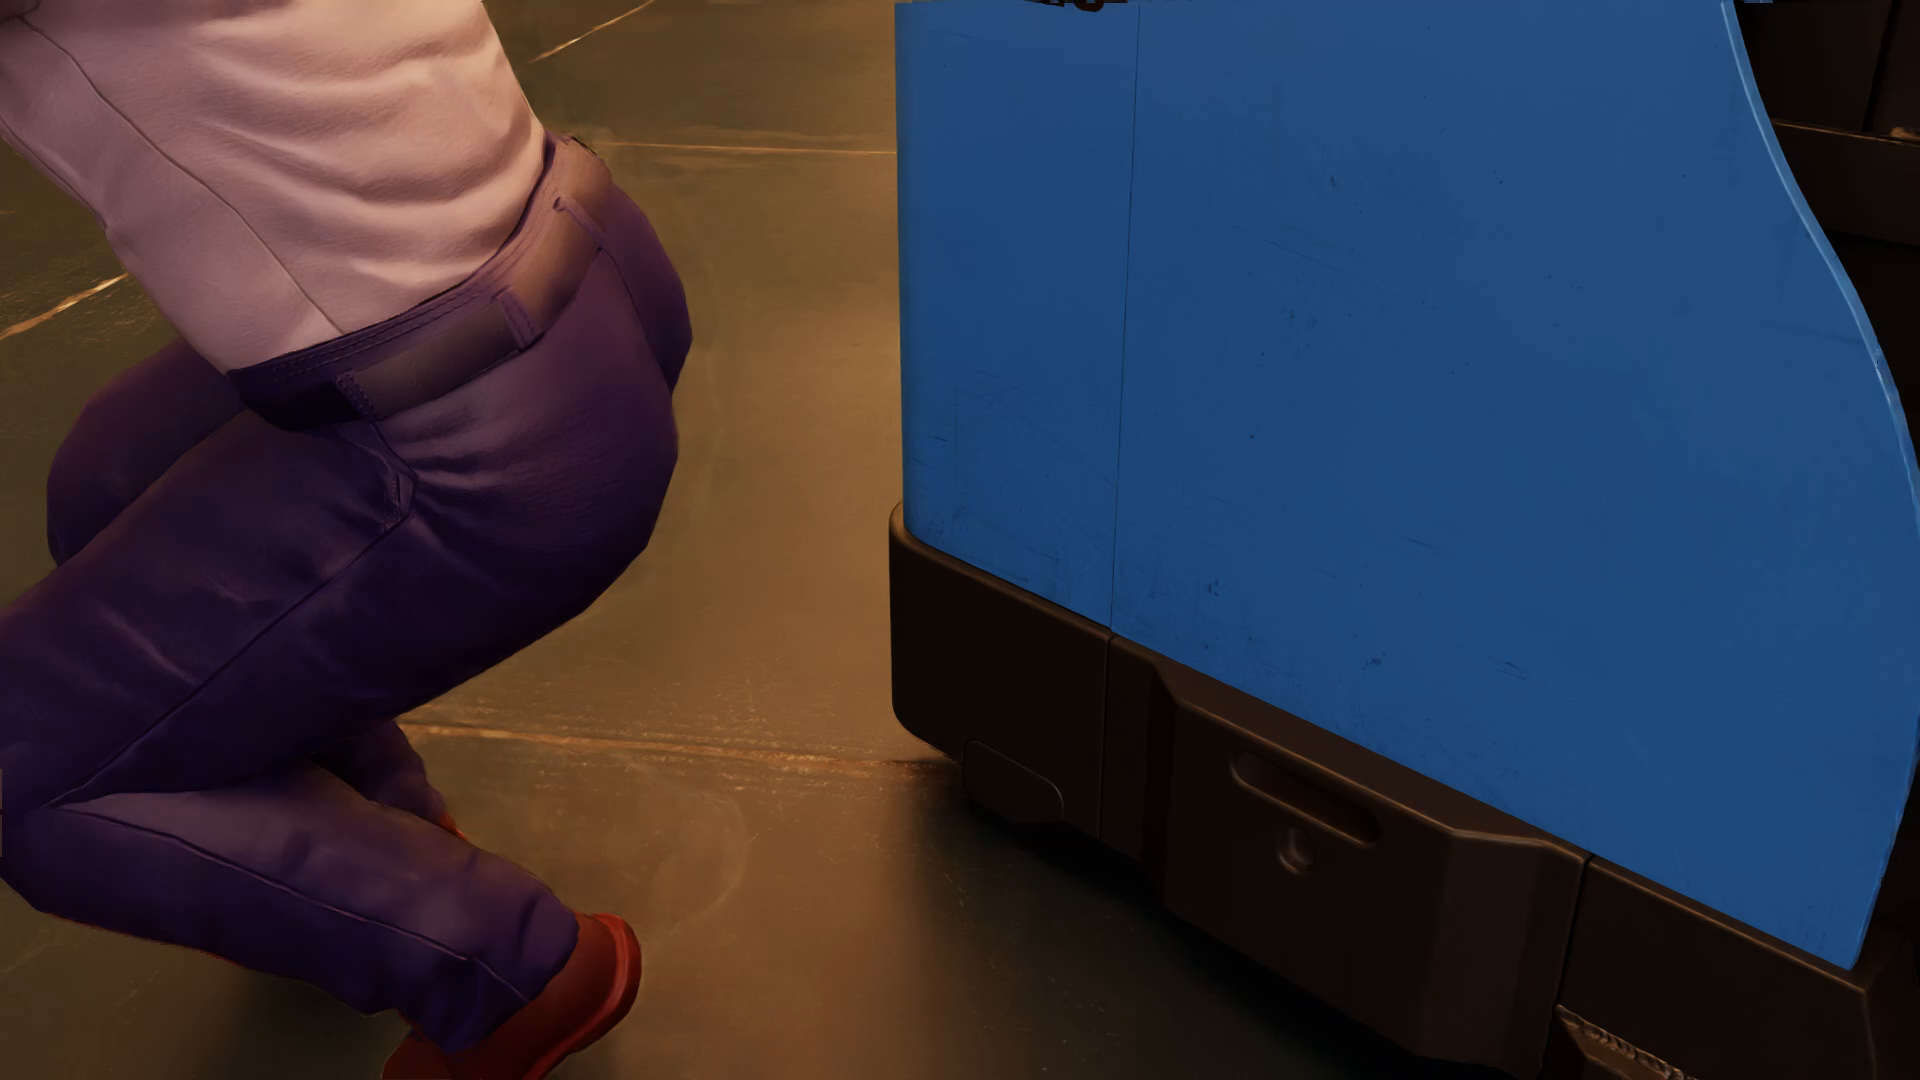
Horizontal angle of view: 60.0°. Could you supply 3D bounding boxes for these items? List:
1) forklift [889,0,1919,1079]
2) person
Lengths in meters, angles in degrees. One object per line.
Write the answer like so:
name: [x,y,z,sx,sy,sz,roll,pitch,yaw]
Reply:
forklift: [1.316,-0.742,0.703,1.130,2.935,3.031,-24,35,-39]
person: [-0.676,-0.165,1.309,0.922,1.386,0.730,0,27,0]
